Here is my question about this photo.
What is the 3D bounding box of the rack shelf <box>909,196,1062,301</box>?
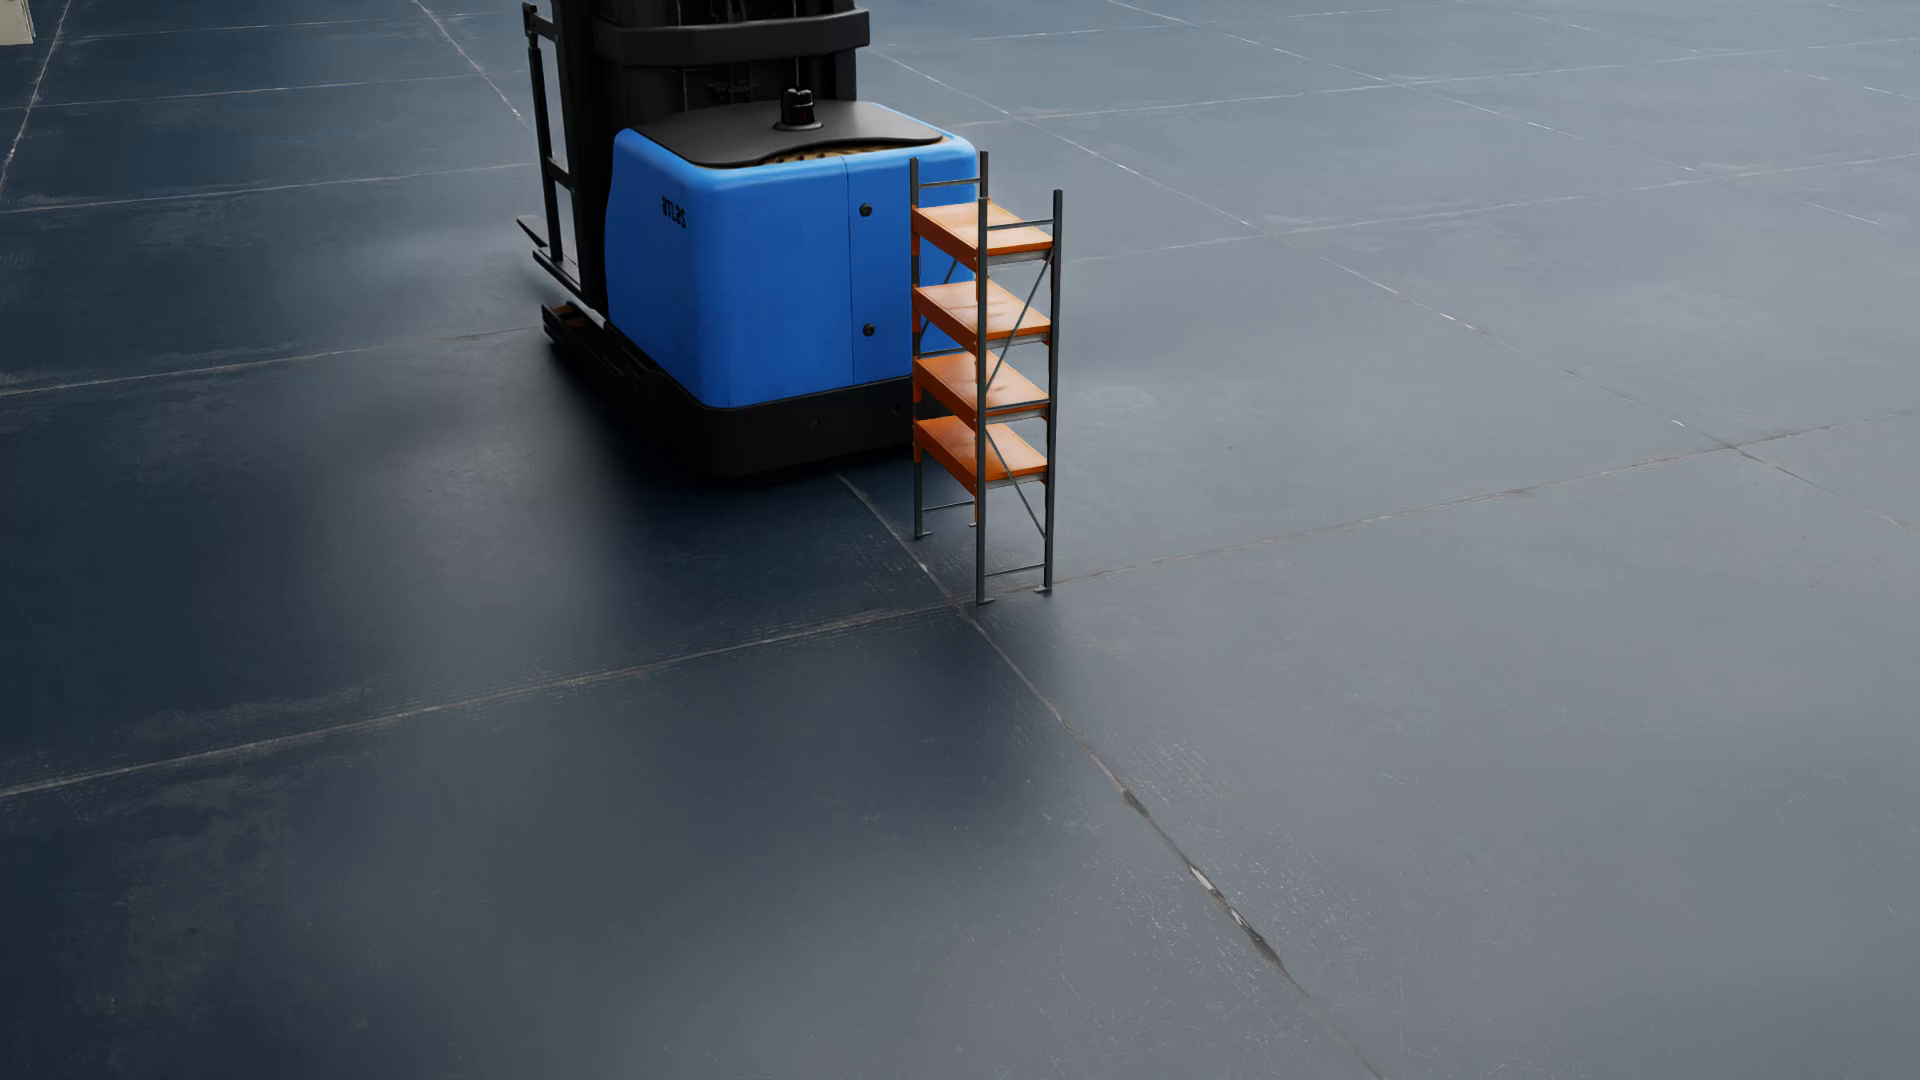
[{"bbox_3d":[0.065,-0.825,4.677,0.258,0.148,0.480,-11,28,-21],"label":"rack shelf"}]

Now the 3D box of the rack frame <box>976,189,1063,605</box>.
[{"bbox_3d":[0.160,-0.374,4.648,0.240,1.200,0.015,-11,28,-21],"label":"rack frame"}]

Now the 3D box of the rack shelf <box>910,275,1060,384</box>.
[{"bbox_3d":[0.065,-0.613,4.781,0.258,0.148,0.480,-11,28,-21],"label":"rack shelf"}]

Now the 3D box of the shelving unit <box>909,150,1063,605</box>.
[{"bbox_3d":[0.065,-0.472,4.850,0.258,1.200,0.503,-11,28,-21],"label":"shelving unit"}]

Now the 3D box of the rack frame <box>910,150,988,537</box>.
[{"bbox_3d":[-0.031,-0.571,5.052,0.240,1.200,0.015,-11,28,-21],"label":"rack frame"}]

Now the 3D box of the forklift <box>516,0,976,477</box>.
[{"bbox_3d":[-1.077,-2.136,6.285,1.130,2.935,3.031,-13,29,-26],"label":"forklift"}]

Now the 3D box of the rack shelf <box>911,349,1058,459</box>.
[{"bbox_3d":[0.065,-0.412,4.879,0.258,0.148,0.480,-11,28,-21],"label":"rack shelf"}]

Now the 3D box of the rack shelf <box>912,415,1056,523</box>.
[{"bbox_3d":[0.065,-0.233,4.967,0.258,0.148,0.480,-11,28,-21],"label":"rack shelf"}]
